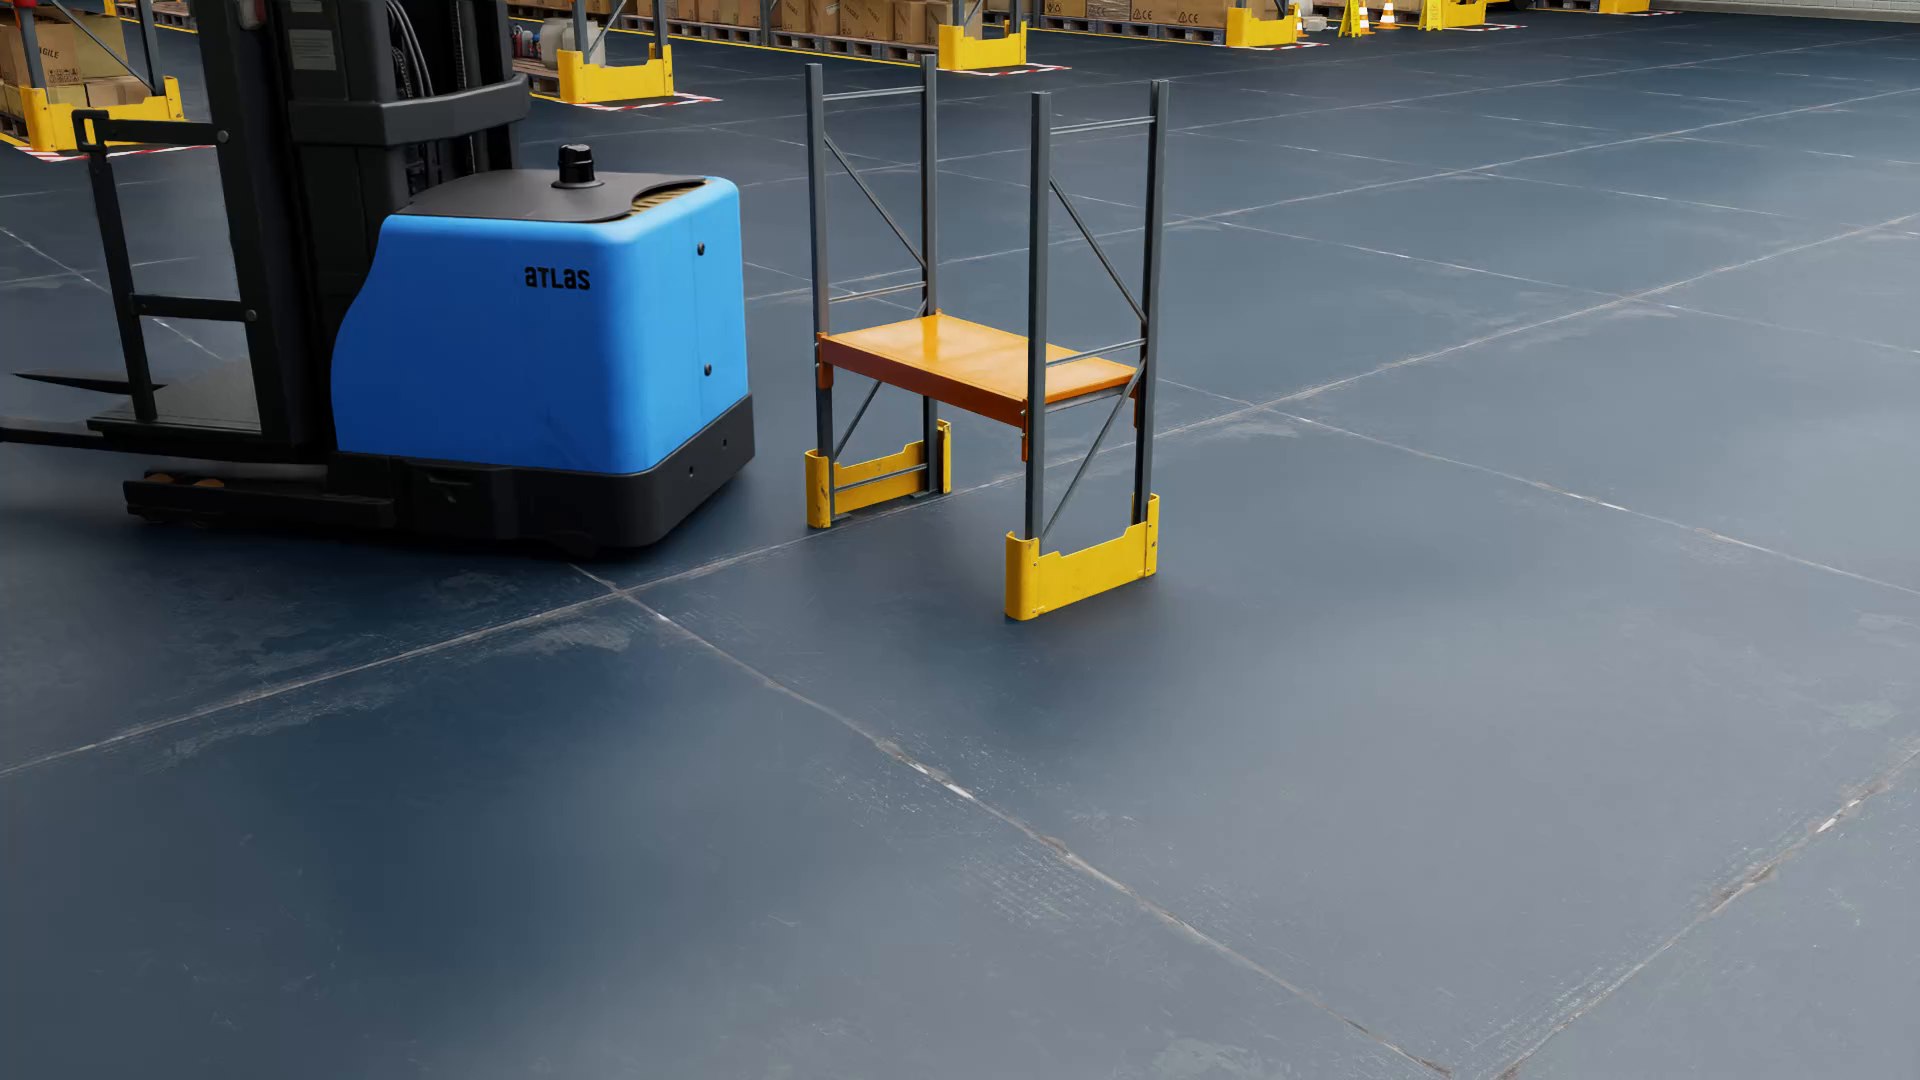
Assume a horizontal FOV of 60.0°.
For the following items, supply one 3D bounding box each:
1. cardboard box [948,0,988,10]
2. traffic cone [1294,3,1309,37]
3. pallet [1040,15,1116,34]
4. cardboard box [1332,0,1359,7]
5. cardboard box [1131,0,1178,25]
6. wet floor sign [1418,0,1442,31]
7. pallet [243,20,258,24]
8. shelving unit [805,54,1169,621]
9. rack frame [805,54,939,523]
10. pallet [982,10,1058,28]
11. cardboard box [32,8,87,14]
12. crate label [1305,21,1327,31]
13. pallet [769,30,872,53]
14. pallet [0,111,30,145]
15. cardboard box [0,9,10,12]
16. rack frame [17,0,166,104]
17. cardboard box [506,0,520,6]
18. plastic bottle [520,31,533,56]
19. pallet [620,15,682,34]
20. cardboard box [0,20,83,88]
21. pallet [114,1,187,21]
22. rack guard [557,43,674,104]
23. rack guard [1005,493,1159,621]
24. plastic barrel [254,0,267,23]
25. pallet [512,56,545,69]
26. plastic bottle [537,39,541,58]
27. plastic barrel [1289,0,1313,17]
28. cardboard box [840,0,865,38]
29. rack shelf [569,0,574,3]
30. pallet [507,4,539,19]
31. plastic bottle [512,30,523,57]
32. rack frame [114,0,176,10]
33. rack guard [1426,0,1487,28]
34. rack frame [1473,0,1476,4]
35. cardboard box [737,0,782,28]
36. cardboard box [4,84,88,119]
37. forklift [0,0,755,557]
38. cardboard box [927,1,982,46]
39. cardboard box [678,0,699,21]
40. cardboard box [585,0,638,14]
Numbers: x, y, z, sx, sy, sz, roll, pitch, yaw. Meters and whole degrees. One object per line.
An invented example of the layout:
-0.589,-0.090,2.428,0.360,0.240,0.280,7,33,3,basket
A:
0.439,-8.930,26.680,1.050,0.750,0.750,-17,27,-37,cardboard box
4.879,-7.563,24.159,0.336,0.463,0.334,-17,27,-37,traffic cone
1.976,-7.838,25.205,1.003,0.211,1.213,-17,27,-37,pallet
6.425,-8.829,27.106,0.500,0.250,0.500,-19,28,-39,cardboard box
3.082,-7.880,23.827,0.875,0.875,0.875,-18,28,-38,cardboard box
7.148,-8.062,25.184,0.267,0.644,0.232,-8,23,-19,wet floor sign
-9.986,-7.384,24.048,1.003,0.211,1.213,-17,27,-37,pallet
0.050,-0.677,5.157,0.587,1.500,1.083,-17,27,-37,shelving unit
-0.276,-0.815,5.509,0.500,1.500,0.032,-17,27,-37,rack frame
0.979,-8.262,26.288,1.003,0.211,1.213,-17,27,-37,pallet
-8.339,-4.630,15.359,0.500,0.500,0.500,-17,27,-37,cardboard box
5.397,-7.789,25.183,0.298,0.136,0.250,7,23,18,crate label
-1.819,-6.736,22.393,1.003,0.211,1.213,-17,27,-37,pallet
-7.711,-3.652,14.520,1.003,0.211,1.213,-17,27,-37,pallet
-9.073,-4.640,15.384,0.500,0.500,0.500,-17,27,-37,cardboard box
-7.180,-4.750,13.497,1.000,3.000,0.127,-17,27,-37,rack frame
-7.073,-9.456,27.852,1.225,0.875,0.875,-17,27,-37,cardboard box
-4.959,-5.672,18.984,0.152,0.276,0.135,-17,27,-36,plastic bottle
-4.386,-7.802,25.115,1.003,0.211,1.213,-17,27,-37,pallet
-7.756,-4.091,13.983,0.500,0.500,0.500,-17,27,-37,cardboard box
-13.361,-8.813,27.695,1.003,0.211,1.213,-17,27,-37,pallet
-3.511,-4.774,16.986,1.175,0.500,0.348,-17,27,-37,rack guard
0.375,0.042,5.033,0.587,0.250,0.087,-17,27,-37,rack guard
-9.717,-7.654,23.643,0.600,0.588,0.708,-17,27,-37,plastic barrel
-4.829,-5.202,18.475,1.003,0.211,1.213,-17,27,-37,pallet
-4.727,-5.554,18.786,0.097,0.201,0.097,0,21,0,plastic bottle
5.339,-8.477,26.545,0.512,0.421,0.421,0,21,-1,plastic barrel
-1.209,-6.814,21.620,0.500,0.500,0.500,19,29,40,cardboard box
-4.731,-6.145,18.047,1.077,0.370,4.000,-17,27,-37,rack shelf
-6.945,-8.928,27.990,1.003,0.211,1.213,-17,27,-37,pallet
-5.039,-5.650,18.917,0.061,0.283,0.133,-17,27,-37,plastic bottle
-13.869,-10.348,27.792,1.000,3.000,0.127,-17,27,-37,rack frame
7.785,-8.323,26.048,1.175,0.500,0.348,-17,27,-37,rack guard
7.834,-9.466,25.539,1.000,3.000,0.127,-17,27,-37,rack frame
-2.669,-7.428,23.159,0.500,0.500,0.700,20,29,41,cardboard box
-7.754,-3.743,14.121,0.500,0.250,0.500,-17,27,-37,cardboard box
-2.322,-1.582,5.504,3.031,2.935,1.130,5,22,13,forklift
-0.068,-6.315,20.346,0.500,0.500,0.500,-12,24,-28,cardboard box
-3.696,-7.872,24.295,0.700,0.500,0.500,-15,26,-33,cardboard box
-5.330,-8.719,25.969,1.225,0.875,0.875,-19,28,-40,cardboard box
